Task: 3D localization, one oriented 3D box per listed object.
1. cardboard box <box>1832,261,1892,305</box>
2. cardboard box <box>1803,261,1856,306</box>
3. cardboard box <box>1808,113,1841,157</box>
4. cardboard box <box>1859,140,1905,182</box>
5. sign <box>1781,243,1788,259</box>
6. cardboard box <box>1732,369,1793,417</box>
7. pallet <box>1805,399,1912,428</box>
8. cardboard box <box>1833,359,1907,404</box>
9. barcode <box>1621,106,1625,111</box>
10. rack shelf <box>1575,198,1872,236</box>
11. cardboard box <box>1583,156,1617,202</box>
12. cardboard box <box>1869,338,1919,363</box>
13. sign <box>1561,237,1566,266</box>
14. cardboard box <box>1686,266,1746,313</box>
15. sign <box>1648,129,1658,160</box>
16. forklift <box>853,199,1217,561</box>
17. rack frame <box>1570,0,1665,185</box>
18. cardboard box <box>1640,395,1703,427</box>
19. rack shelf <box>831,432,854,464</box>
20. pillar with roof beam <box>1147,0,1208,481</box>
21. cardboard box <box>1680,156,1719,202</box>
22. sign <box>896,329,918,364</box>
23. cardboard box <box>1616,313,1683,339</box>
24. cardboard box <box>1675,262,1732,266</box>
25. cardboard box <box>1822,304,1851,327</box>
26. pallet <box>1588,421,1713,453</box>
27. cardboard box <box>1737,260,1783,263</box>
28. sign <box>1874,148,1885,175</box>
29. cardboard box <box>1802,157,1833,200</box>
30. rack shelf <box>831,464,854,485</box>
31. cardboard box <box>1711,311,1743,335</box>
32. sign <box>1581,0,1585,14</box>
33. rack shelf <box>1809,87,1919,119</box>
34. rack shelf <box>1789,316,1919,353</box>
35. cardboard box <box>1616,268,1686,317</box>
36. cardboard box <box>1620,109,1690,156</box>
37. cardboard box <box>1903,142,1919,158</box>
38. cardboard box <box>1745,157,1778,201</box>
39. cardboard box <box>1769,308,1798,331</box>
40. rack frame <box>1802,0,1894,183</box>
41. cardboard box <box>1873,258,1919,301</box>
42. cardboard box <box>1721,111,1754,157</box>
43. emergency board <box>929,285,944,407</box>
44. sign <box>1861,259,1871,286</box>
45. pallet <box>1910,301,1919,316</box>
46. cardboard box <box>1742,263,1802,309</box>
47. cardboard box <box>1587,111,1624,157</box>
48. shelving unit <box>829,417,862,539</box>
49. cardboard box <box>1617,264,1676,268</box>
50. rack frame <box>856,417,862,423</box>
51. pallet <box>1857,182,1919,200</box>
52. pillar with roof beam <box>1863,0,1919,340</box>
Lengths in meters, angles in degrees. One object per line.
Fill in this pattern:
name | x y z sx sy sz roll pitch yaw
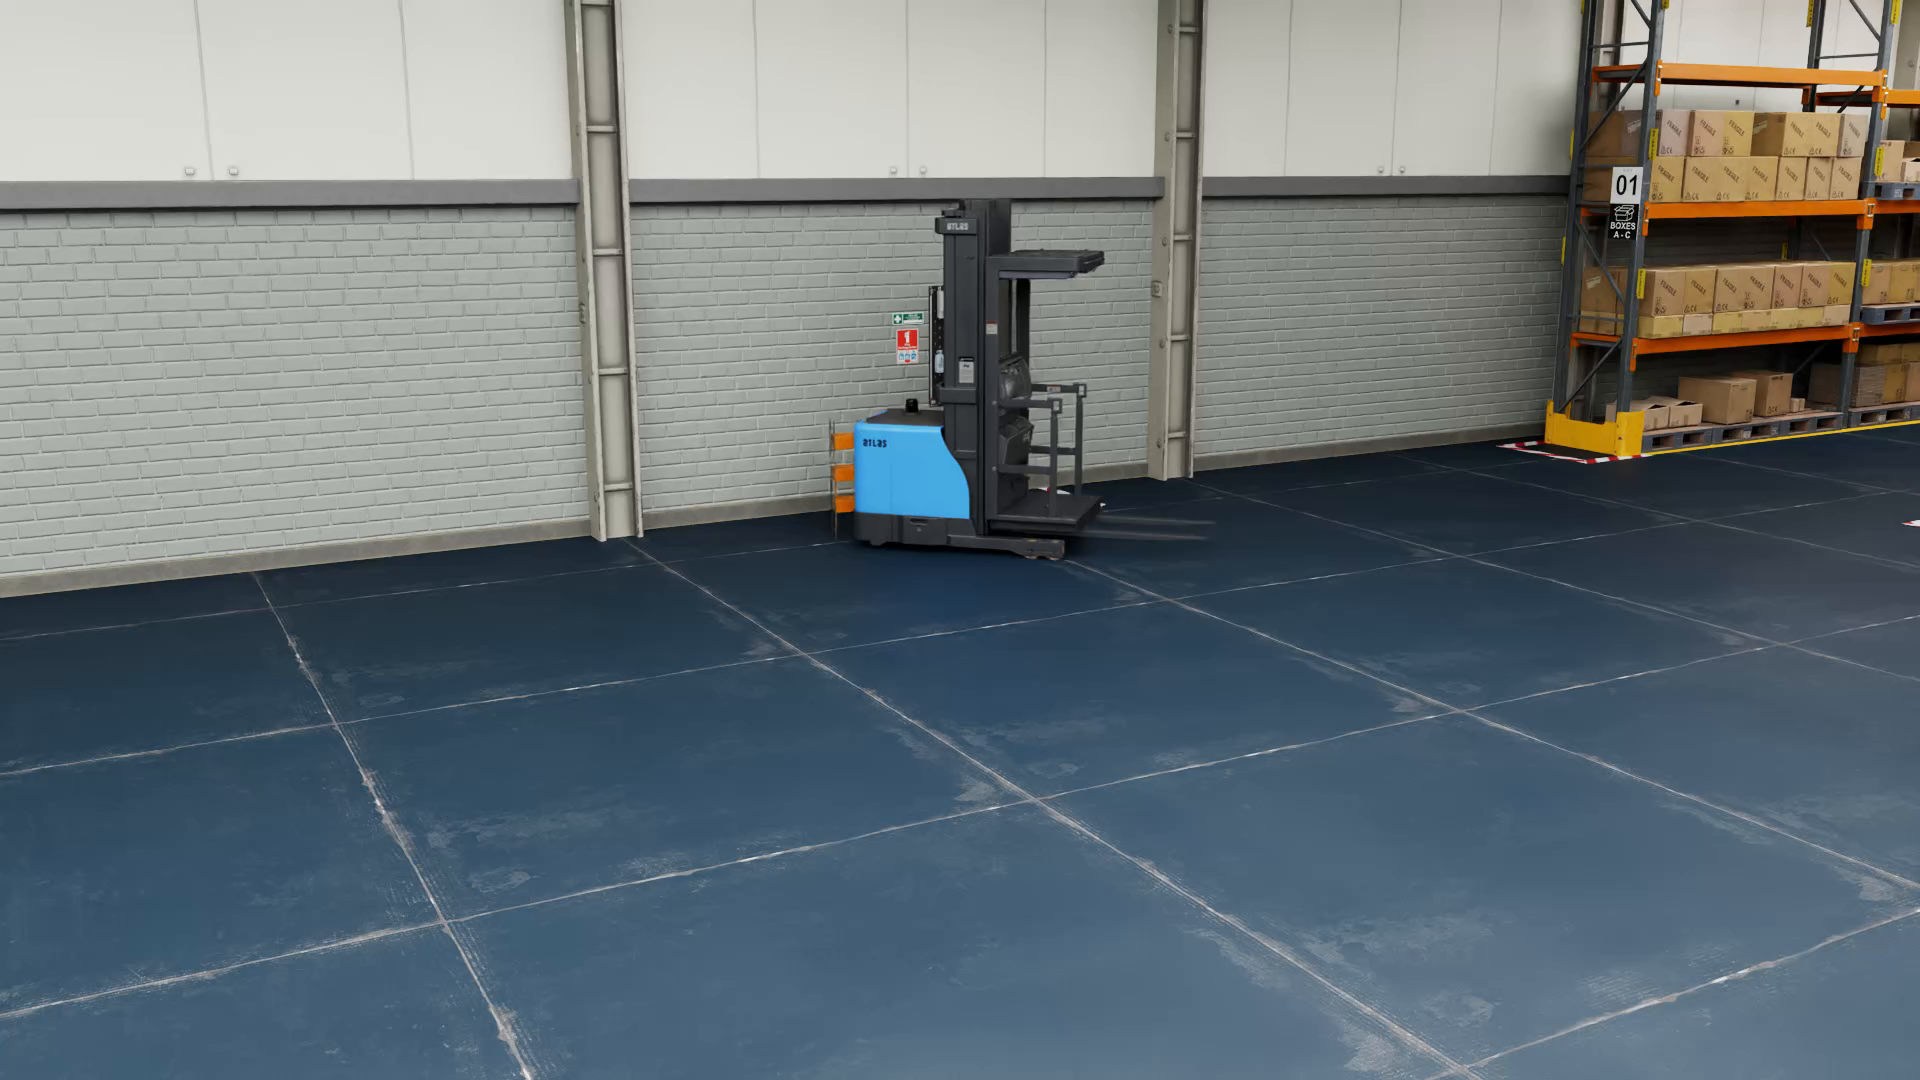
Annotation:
cardboard box | 11.258 -3.255 21.012 0.500 0.500 0.700 -7 14 -28
cardboard box | 10.528 -3.138 20.309 0.500 0.500 0.500 -7 14 -28
cardboard box | 10.006 -4.790 19.677 0.500 0.500 0.500 -6 14 -25
cardboard box | 11.313 -4.704 20.663 0.500 0.500 0.500 -5 13 -20
sign | 10.526 -3.616 21.209 0.005 0.325 0.100 -7 14 -28
cardboard box | 9.903 -1.823 20.569 0.500 0.500 0.500 -8 15 -32
pallet | 11.478 -1.667 21.534 1.213 0.211 1.003 -7 14 -28
cardboard box | 11.863 -2.085 21.731 0.500 0.500 0.700 -7 15 -29
barcode | 7.668 -4.988 19.237 0.075 0.075 0.001 -7 14 -28
rack shelf | 9.039 -3.847 19.677 4.000 0.370 1.077 -7 14 -28
cardboard box | 7.529 -4.139 19.062 0.500 0.500 0.500 -6 14 -24
cardboard box | 12.273 -2.489 21.820 0.500 0.250 0.500 -7 15 -29
sign | 7.036 -3.352 19.315 0.005 0.325 0.100 -7 14 -28
cardboard box | 8.742 -2.922 19.349 0.500 0.500 0.500 -7 15 -30
sign | 7.544 -4.309 18.103 0.005 0.325 0.100 -7 14 -28
forklift | 0.655 -1.385 14.088 3.031 2.935 1.130 4 13 16
rack frame | 7.284 -5.451 18.334 0.127 3.000 1.000 -7 14 -28
cardboard box | 8.435 -1.542 19.752 0.500 0.311 0.500 -6 14 -23
rack shelf | -1.000 -0.814 14.590 0.240 0.259 0.215 -4 13 -15
pillar with roof beam | 4.280 -4.230 12.911 0.400 9.000 9.100 -7 14 -28
cardboard box | 8.186 -4.083 18.813 0.500 0.500 0.500 -6 14 -24
sign | -0.505 -1.860 15.959 0.234 0.329 0.001 -7 14 -28
cardboard box | 7.864 -2.451 18.963 0.500 0.250 0.500 -7 15 -29
cardboard box | 8.936 -3.076 20.035 0.500 0.500 0.500 -7 14 -27
cardboard box | 10.524 -2.773 20.396 0.500 0.250 0.500 -7 14 -28
pallet | 8.081 -1.250 19.684 1.213 0.211 1.003 -7 14 -28
cardboard box | 9.826 -3.184 20.515 0.500 0.500 0.500 -7 14 -28
sign | 11.062 -4.557 20.015 0.005 0.325 0.100 -7 14 -28
cardboard box | 10.020 -4.315 19.847 0.500 0.500 0.500 -8 15 -33
rack shelf | -0.999 -0.538 14.653 0.240 0.259 0.215 -4 13 -15
cardboard box | 8.763 -2.561 19.451 0.500 0.250 0.500 -7 15 -29
sign | 7.036 -6.093 18.699 0.005 0.325 0.100 -7 14 -28
rack shelf | 12.550 -5.536 21.262 4.000 0.370 1.077 -7 14 -28
rack shelf | 12.550 -2.804 21.876 4.000 0.370 1.077 -7 14 -28
cardboard box | 7.847 -2.819 18.890 0.500 0.500 0.500 -7 14 -28
cardboard box | 7.738 -4.527 18.513 0.500 0.500 0.500 -8 15 -32
cardboard box | 12.396 -4.834 21.240 0.500 0.500 0.500 -7 15 -30
cardboard box | 9.100 -4.198 19.328 0.500 0.500 0.500 -6 14 -24
cardboard box | 9.649 -2.666 19.922 0.500 0.250 0.500 -7 14 -28
rack frame | 10.795 -5.872 20.204 0.127 3.000 1.000 -7 14 -28
cardboard box | 12.315 -3.388 21.602 0.500 0.500 0.700 -5 14 -20
cardboard box | 8.647 -4.627 18.953 0.500 0.500 0.500 -6 14 -26
emergency board | 0.030 -1.881 16.133 0.643 1.169 0.194 -7 14 -28
sign | 11.062 -3.263 20.306 0.005 0.325 0.100 -7 14 -28
pallet | 12.588 -3.056 21.793 1.213 0.211 1.003 -7 14 -28
cardboard box | 9.646 -3.033 19.844 0.500 0.500 0.500 -7 15 -29
cardboard box | 7.537 -4.629 18.966 0.500 0.500 0.500 -6 14 -25
shelving unit | -0.999 -0.548 14.651 0.252 1.050 0.215 -4 13 -15
cardboard box | 8.042 -2.968 19.554 0.500 0.500 0.500 -7 14 -27
rack frame | -0.882 -0.555 14.682 0.008 1.050 0.200 -4 13 -15
pallet | 11.388 -4.361 20.751 1.003 0.211 1.213 -7 14 -28
pillar with roof beam | 14.813 -5.493 18.520 0.400 9.000 9.100 -7 14 -28
